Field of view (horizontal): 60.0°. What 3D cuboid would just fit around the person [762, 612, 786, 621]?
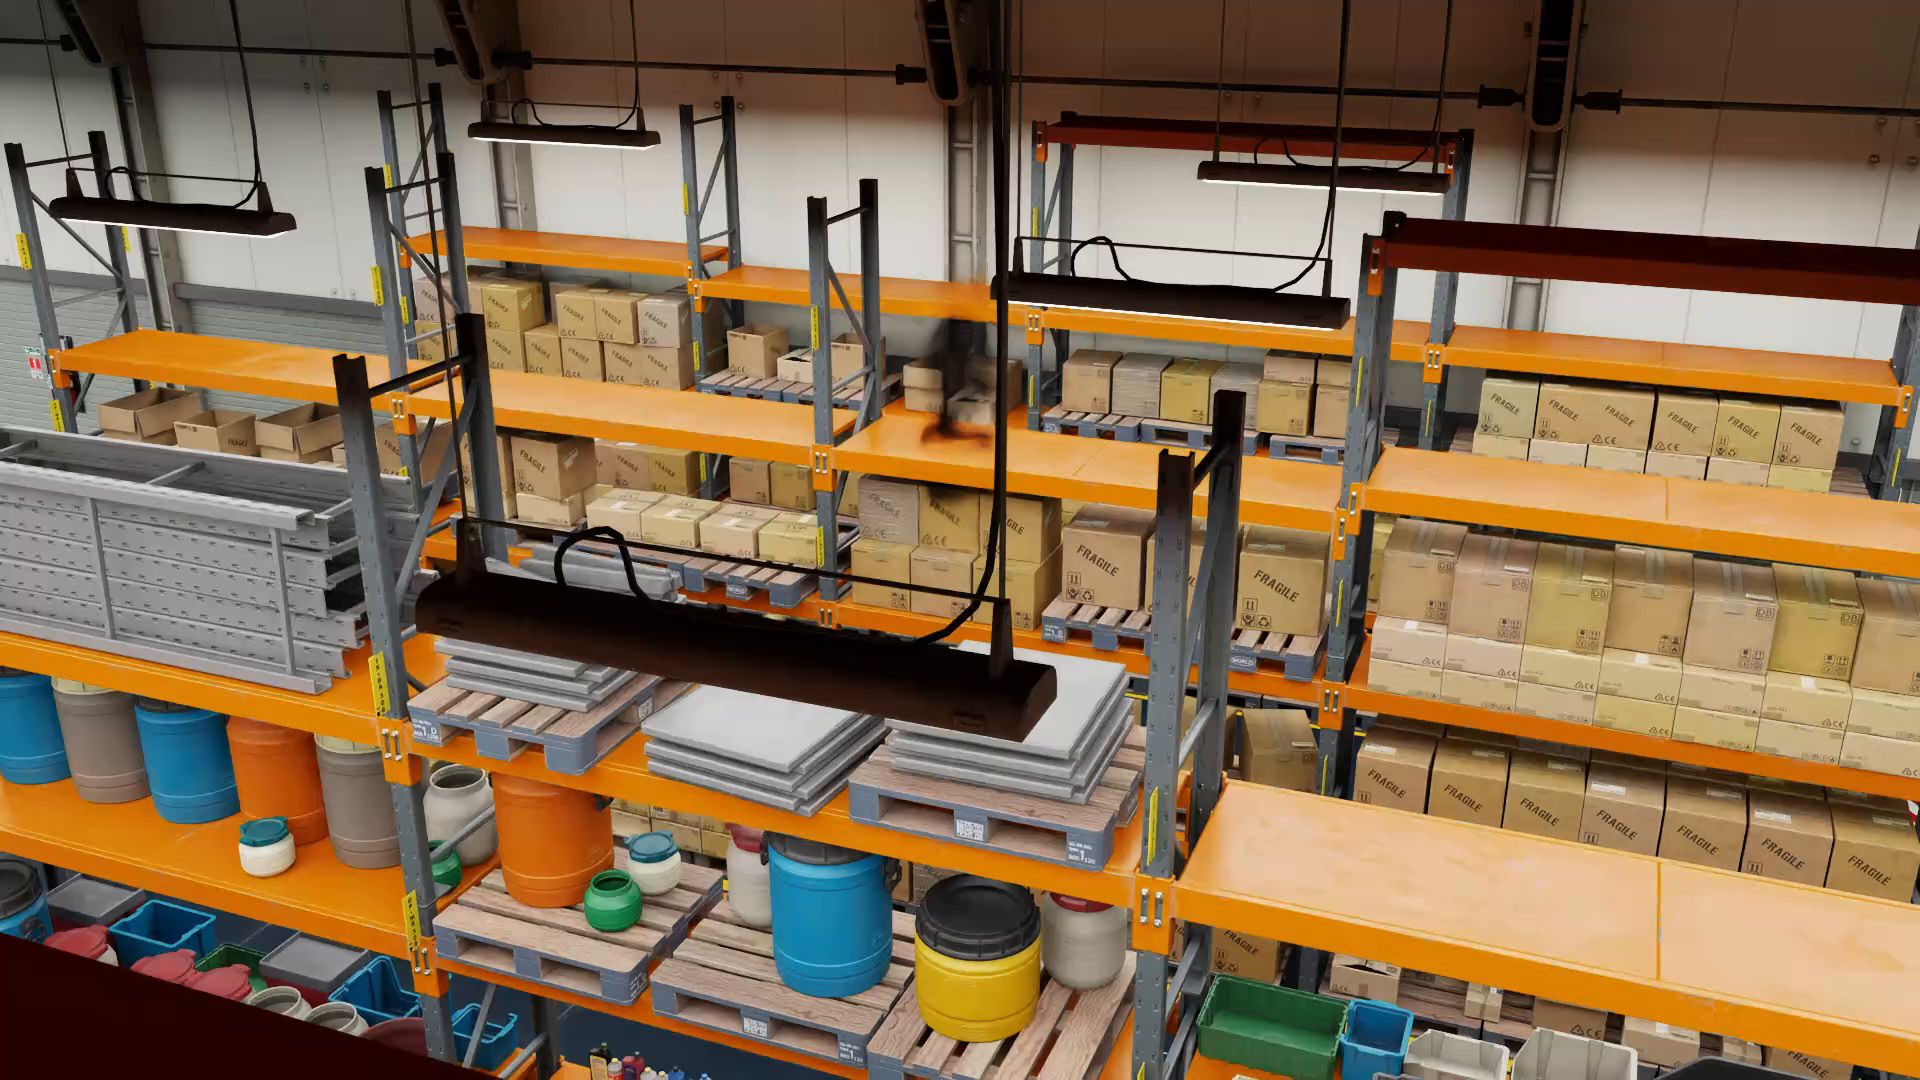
[{"bbox_3d":[-1.845,1.239,16.721,0.940,1.683,0.560,8,22,20],"label":"person"}]
